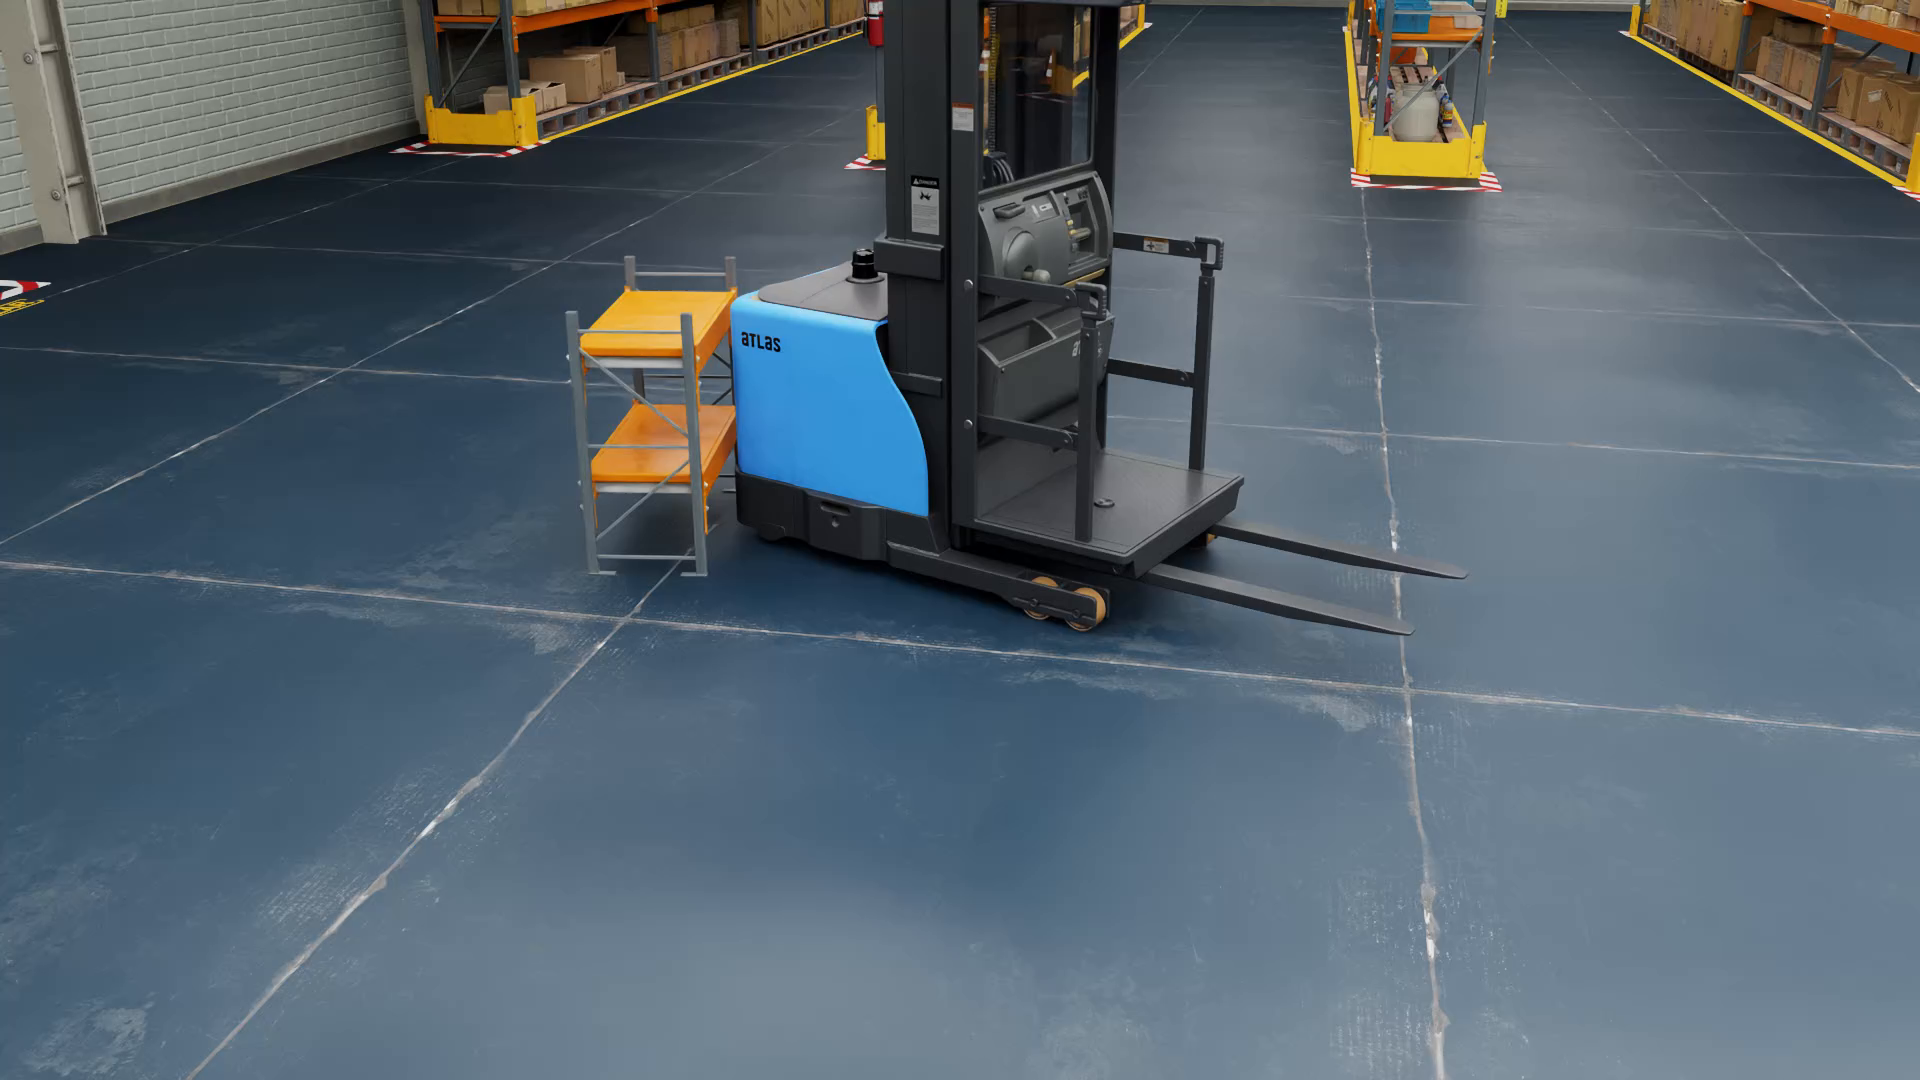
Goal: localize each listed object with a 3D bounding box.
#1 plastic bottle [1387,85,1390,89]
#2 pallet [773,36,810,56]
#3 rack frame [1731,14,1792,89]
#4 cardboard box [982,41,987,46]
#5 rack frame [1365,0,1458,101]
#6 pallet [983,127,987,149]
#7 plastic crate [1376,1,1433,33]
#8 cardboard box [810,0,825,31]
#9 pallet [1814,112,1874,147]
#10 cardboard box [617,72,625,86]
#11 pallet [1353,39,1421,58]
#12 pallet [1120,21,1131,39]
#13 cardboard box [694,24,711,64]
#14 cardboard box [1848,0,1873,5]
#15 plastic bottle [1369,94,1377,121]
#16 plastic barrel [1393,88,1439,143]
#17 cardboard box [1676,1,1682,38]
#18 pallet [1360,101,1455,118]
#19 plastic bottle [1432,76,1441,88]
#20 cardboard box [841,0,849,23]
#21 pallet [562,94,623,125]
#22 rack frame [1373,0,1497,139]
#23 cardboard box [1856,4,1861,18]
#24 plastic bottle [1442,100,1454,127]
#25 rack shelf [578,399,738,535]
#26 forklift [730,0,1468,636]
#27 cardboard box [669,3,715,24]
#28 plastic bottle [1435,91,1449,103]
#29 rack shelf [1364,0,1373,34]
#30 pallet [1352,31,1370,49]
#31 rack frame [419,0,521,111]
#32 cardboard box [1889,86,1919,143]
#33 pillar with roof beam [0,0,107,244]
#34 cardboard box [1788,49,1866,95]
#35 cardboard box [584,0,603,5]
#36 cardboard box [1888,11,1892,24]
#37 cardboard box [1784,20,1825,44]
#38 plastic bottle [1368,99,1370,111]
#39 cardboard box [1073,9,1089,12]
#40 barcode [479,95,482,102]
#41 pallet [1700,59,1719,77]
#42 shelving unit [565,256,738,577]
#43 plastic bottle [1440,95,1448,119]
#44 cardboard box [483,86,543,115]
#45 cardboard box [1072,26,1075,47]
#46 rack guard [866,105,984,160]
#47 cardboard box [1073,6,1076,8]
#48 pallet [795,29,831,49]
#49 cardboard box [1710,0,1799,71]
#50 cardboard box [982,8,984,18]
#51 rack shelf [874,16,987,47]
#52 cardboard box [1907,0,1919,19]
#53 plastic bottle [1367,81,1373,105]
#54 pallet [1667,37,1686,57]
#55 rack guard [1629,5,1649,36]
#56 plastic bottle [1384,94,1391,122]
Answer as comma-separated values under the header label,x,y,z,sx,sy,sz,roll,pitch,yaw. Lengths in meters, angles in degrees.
label,x,y,z,sx,sy,sz,roll,pitch,yaw
plastic bottle,4.831,-5.015,18.854,0.097,0.271,0.097,0,22,0
pallet,-3.084,-8.055,27.070,1.003,0.211,1.213,4,22,11
rack frame,10.978,-7.488,21.931,1.000,3.000,0.127,4,22,11
cardboard box,0.284,-5.313,18.646,0.500,0.500,0.500,4,22,11
rack frame,5.313,-6.403,19.236,1.000,3.000,0.127,4,22,11
pallet,-0.236,-4.308,17.768,1.003,0.211,1.213,4,22,11
plastic crate,4.306,-5.076,16.142,0.499,0.251,0.616,4,22,11
cardboard box,-2.758,-9.033,28.084,0.750,0.750,0.750,5,22,12
pallet,10.059,-4.483,18.203,1.003,0.211,1.213,4,22,11
cardboard box,-4.465,-5.850,21.067,0.380,0.166,0.250,2,22,4
pallet,6.747,-7.756,26.328,1.003,0.211,1.213,4,22,11
pallet,2.485,-9.112,29.697,1.003,0.211,1.213,4,22,11
cardboard box,-3.958,-7.034,23.562,0.700,0.500,0.500,4,22,11
cardboard box,9.873,-5.869,17.380,0.875,0.500,0.500,4,22,11
plastic bottle,4.521,-4.675,18.004,0.152,0.276,0.135,5,22,11
plastic barrel,4.556,-4.227,16.602,0.421,0.512,0.421,0,22,0
cardboard box,12.007,-8.395,26.466,0.875,0.875,0.875,4,22,11
pallet,5.135,-4.867,19.155,1.003,0.211,1.213,4,22,11
plastic bottle,5.464,-5.120,19.009,0.144,0.351,0.185,4,22,9
cardboard box,-2.394,-9.568,29.879,0.700,0.500,0.500,4,22,10
pallet,-4.735,-5.168,19.904,1.003,0.211,1.213,4,22,11
rack frame,4.497,-4.940,15.603,1.000,3.000,0.127,4,22,11
cardboard box,9.694,-5.577,17.521,0.380,0.149,0.250,4,22,11
plastic bottle,5.172,-4.517,17.618,0.097,0.271,0.097,0,22,0
rack shelf,-1.289,-0.340,7.347,0.538,0.278,1.000,1,22,2
forklift,0.523,-1.231,6.488,3.031,2.935,1.130,14,26,31
cardboard box,-3.843,-7.542,23.818,0.500,0.250,0.500,5,22,12
plastic bottle,5.322,-4.838,18.409,0.152,0.276,0.135,5,22,12
rack shelf,5.721,-6.800,21.186,1.077,0.370,4.000,4,22,11
pallet,7.058,-8.307,27.696,1.003,0.211,1.213,4,22,11
rack frame,-5.202,-5.695,17.479,1.000,3.000,0.127,4,22,11
cardboard box,9.724,-4.273,16.733,0.500,0.500,0.500,7,23,16
pillar with roof beam,-2.916,-6.277,10.894,9.100,9.000,0.400,4,22,11
cardboard box,10.538,-5.670,20.174,0.700,0.500,0.500,3,22,6
cardboard box,-4.484,-6.350,19.280,0.500,0.250,0.500,5,22,11
cardboard box,9.524,-5.208,16.607,0.380,0.149,0.250,4,22,11
cardboard box,10.772,-6.438,21.078,0.500,0.250,0.500,7,23,17
plastic bottle,4.623,-4.874,18.598,0.097,0.201,0.097,0,22,0
cardboard box,1.964,-8.000,25.959,0.500,0.500,0.500,4,22,9
barcode,-5.360,-4.939,18.600,0.001,0.075,0.075,4,22,11
pallet,11.464,-6.922,24.258,1.003,0.211,1.213,4,22,11
shelving unit,-1.289,-0.567,7.255,0.538,1.125,1.048,1,22,2
plastic bottle,5.262,-4.679,18.020,0.097,0.271,0.097,0,22,0
cardboard box,-4.972,-4.898,18.510,0.500,0.311,0.500,2,22,5
cardboard box,1.315,-7.023,23.144,0.500,0.311,0.500,4,22,10
rack guard,-0.356,-4.150,16.989,1.175,0.500,0.348,4,22,11
cardboard box,1.556,-8.576,26.385,0.500,0.250,0.500,5,22,11
pallet,-2.837,-8.502,28.182,1.003,0.211,1.213,4,22,11
cardboard box,11.139,-6.948,22.872,1.225,0.875,0.875,3,22,8
cardboard box,-0.141,-5.727,17.425,0.700,0.500,0.500,5,22,12
rack shelf,0.057,-5.716,18.495,1.077,0.370,4.000,4,22,11
cardboard box,9.469,-5.137,15.563,0.875,0.500,0.500,4,22,11
plastic bottle,4.780,-5.140,19.157,0.152,0.276,0.135,5,23,13
pallet,12.026,-7.929,26.759,1.003,0.211,1.213,4,22,11
rack guard,12.615,-9.263,29.684,1.175,0.500,0.348,4,22,11
plastic bottle,4.625,-4.671,17.983,0.061,0.283,0.133,4,22,11
